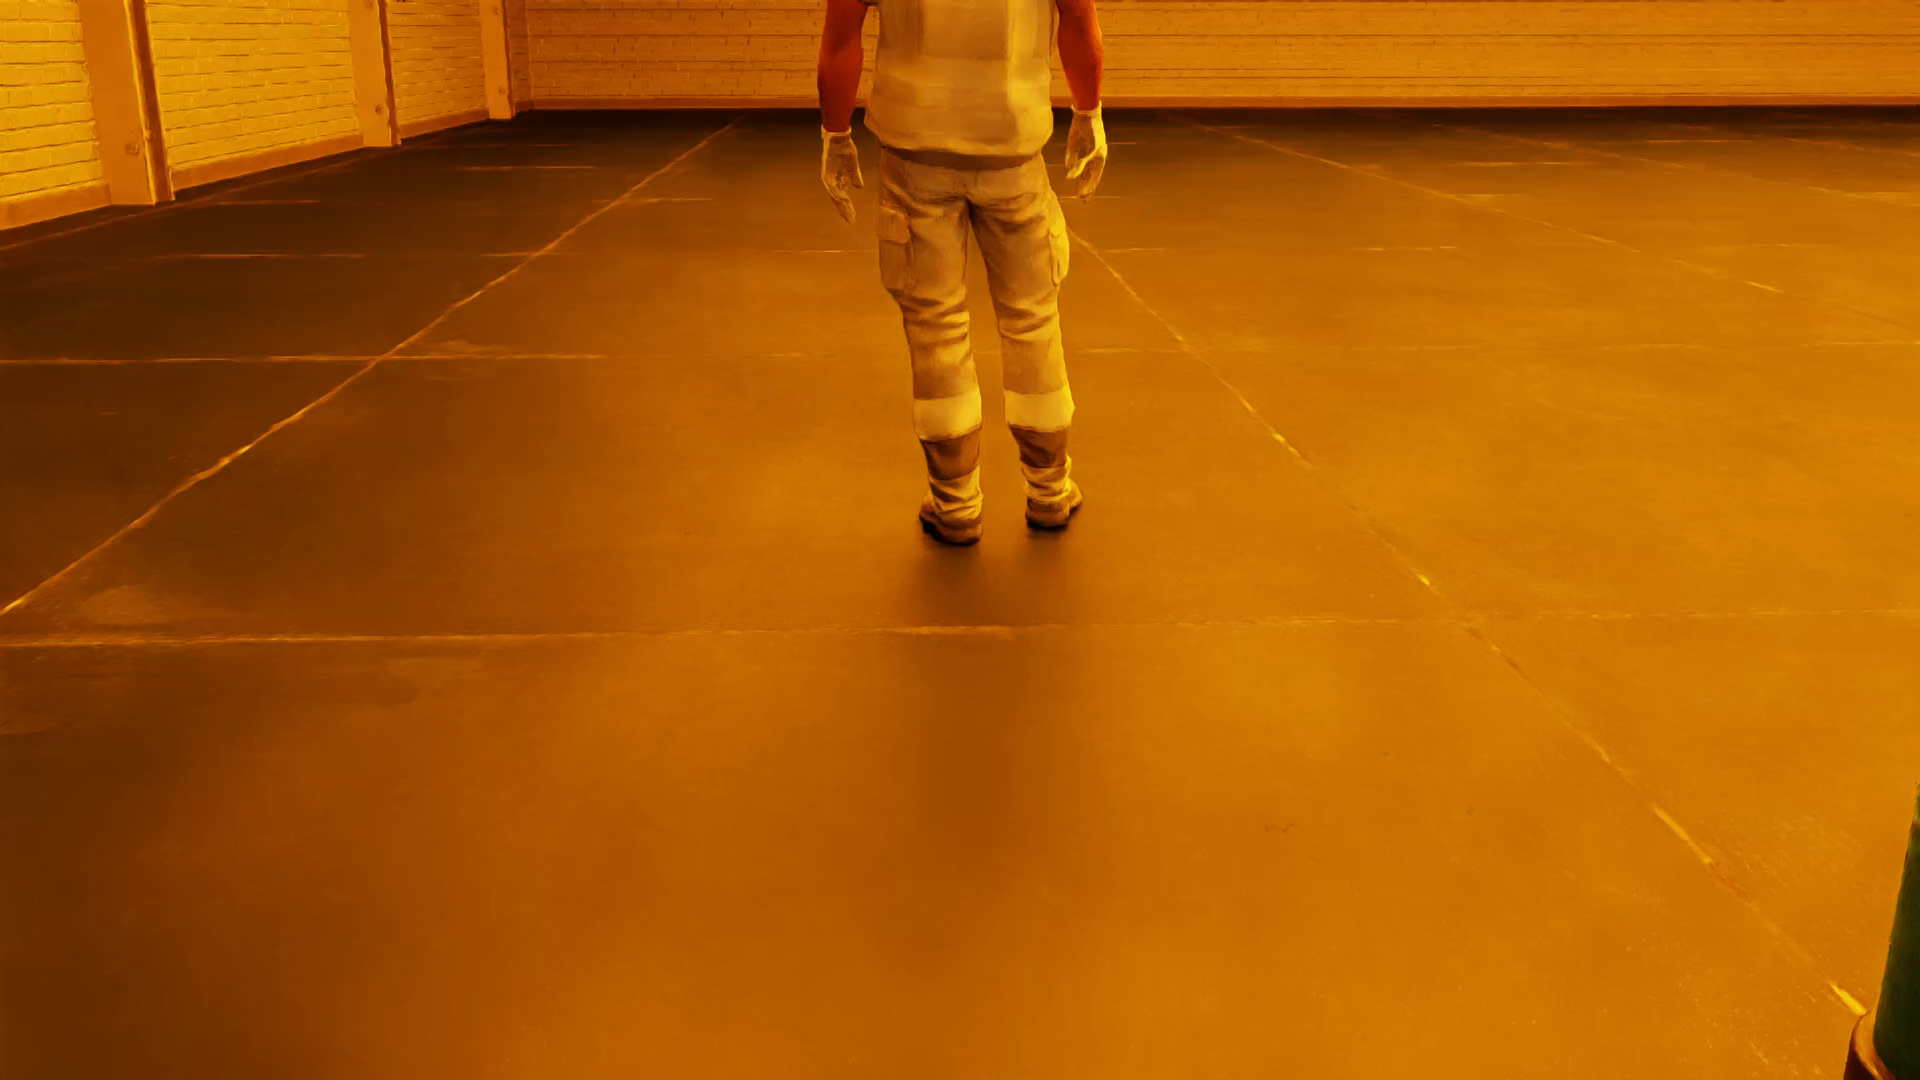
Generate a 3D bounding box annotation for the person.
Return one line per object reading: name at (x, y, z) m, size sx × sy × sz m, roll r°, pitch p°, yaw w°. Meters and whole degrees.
person at (0.007, -0.886, 3.732) m, size 0.637 × 1.787 × 0.563 m, roll -1°, pitch 17°, yaw -3°
